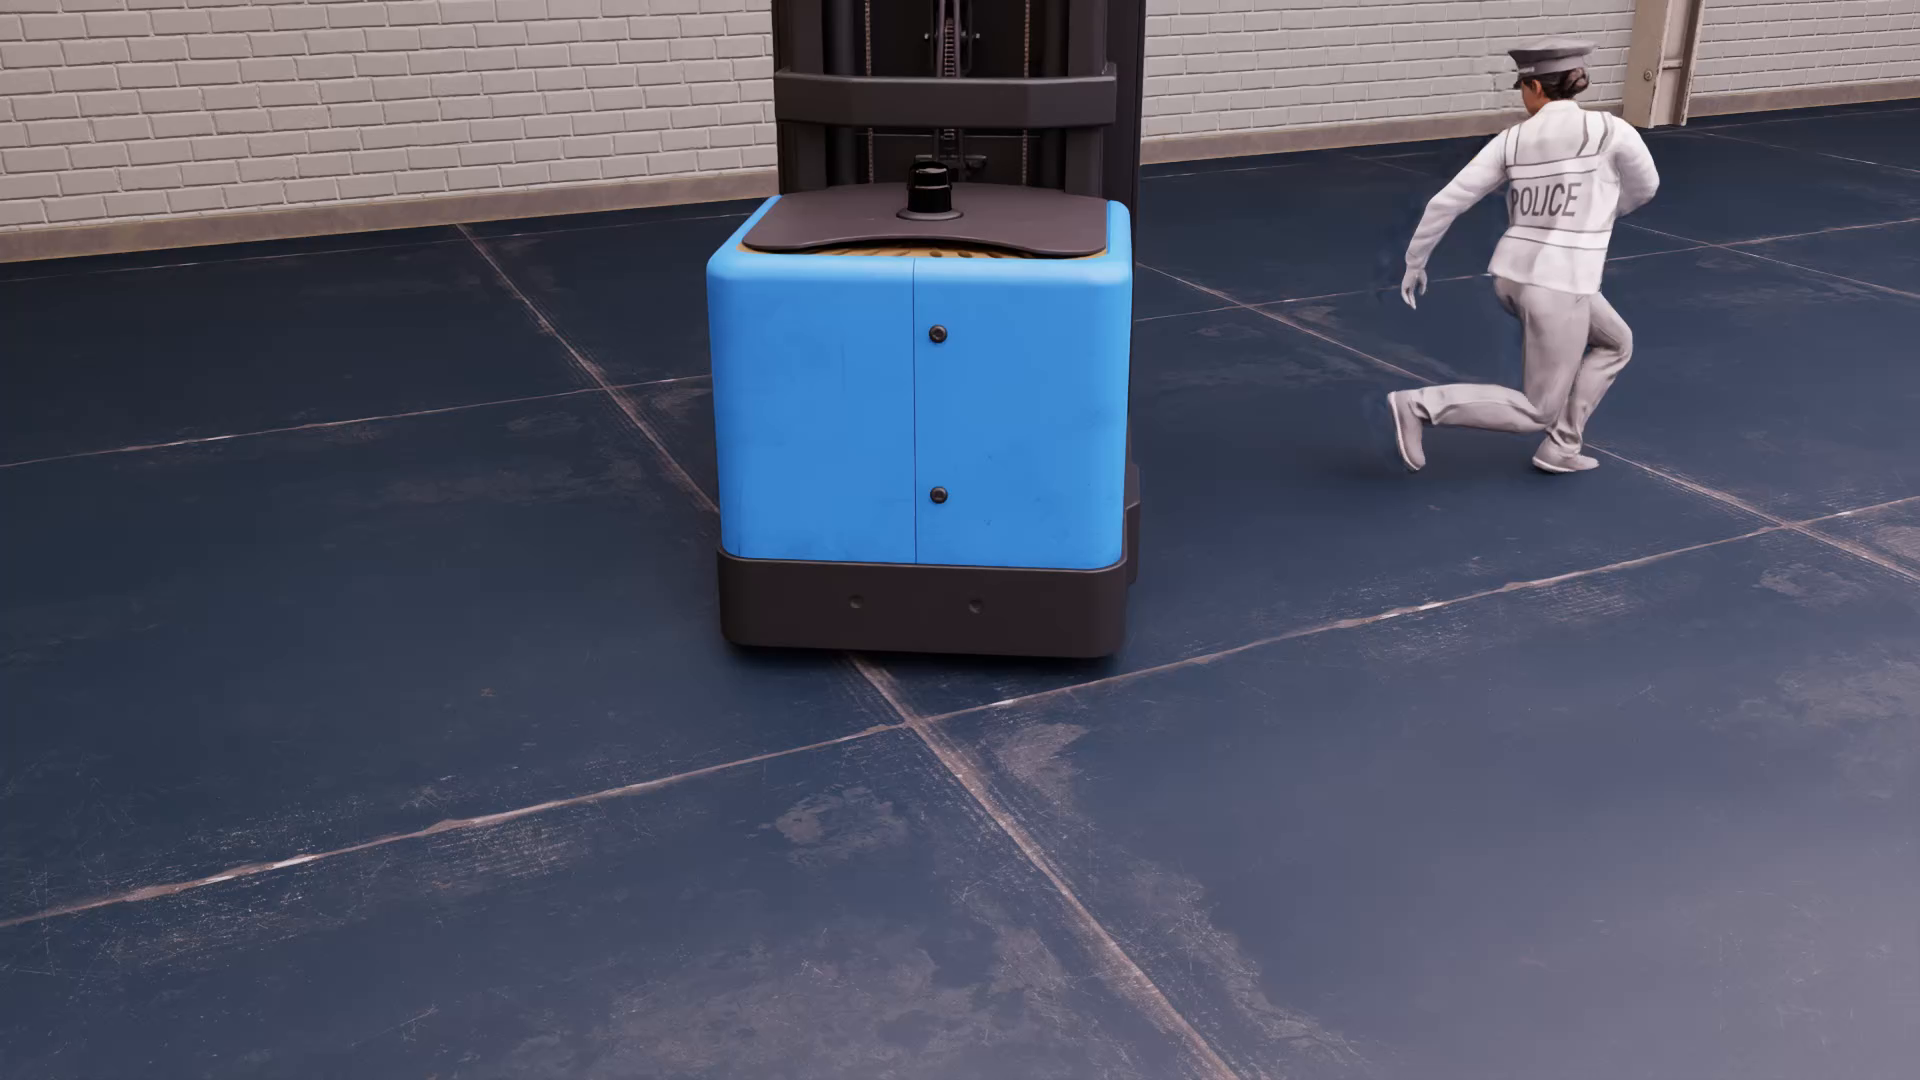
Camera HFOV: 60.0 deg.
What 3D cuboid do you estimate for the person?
[{"bbox_3d":[1.836,-0.891,5.458,0.861,1.447,0.580,-7,24,-16],"label":"person"}]

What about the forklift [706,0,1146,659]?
[{"bbox_3d":[0.017,-1.580,5.089,1.130,2.935,3.031,2,23,4],"label":"forklift"}]
